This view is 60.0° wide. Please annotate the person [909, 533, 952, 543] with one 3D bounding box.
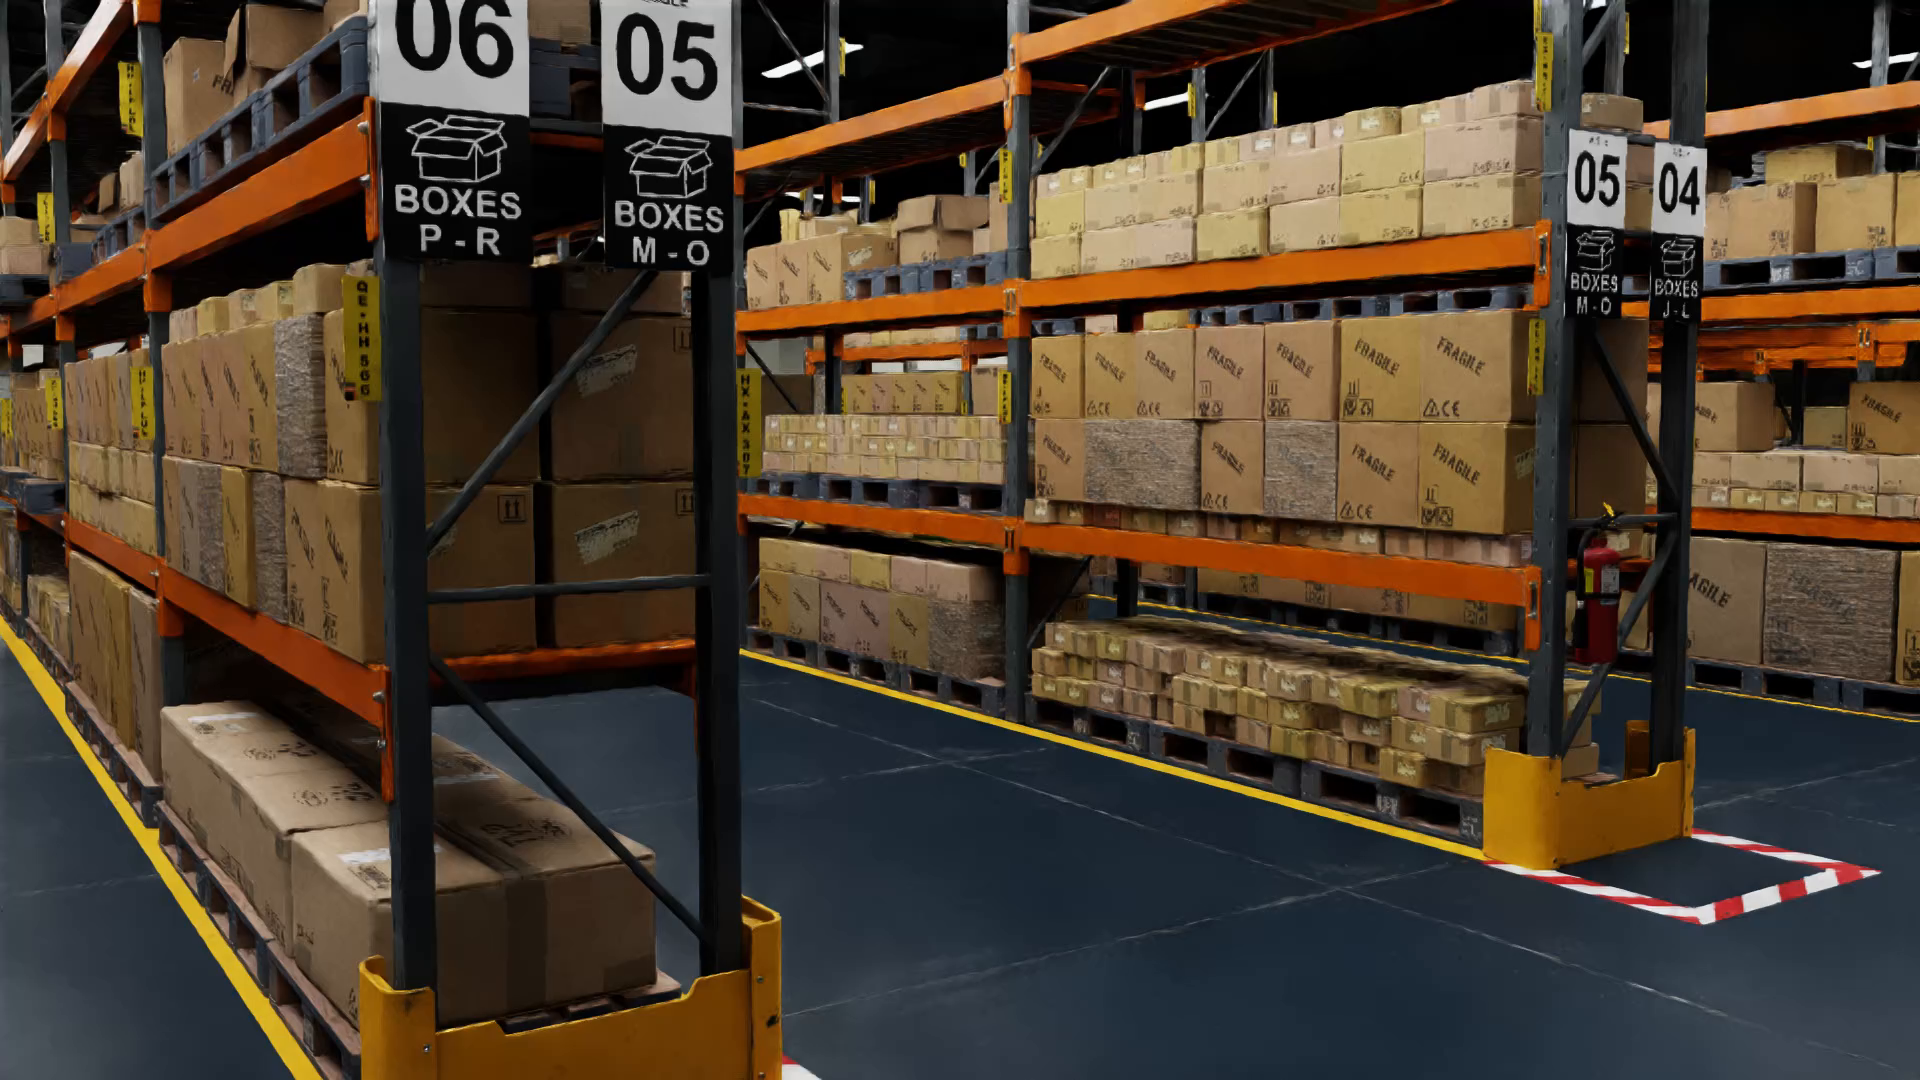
[{"bbox_3d":[-0.339,-0.086,15.484,0.609,1.806,0.706,-4,6,-38],"label":"person"}]
